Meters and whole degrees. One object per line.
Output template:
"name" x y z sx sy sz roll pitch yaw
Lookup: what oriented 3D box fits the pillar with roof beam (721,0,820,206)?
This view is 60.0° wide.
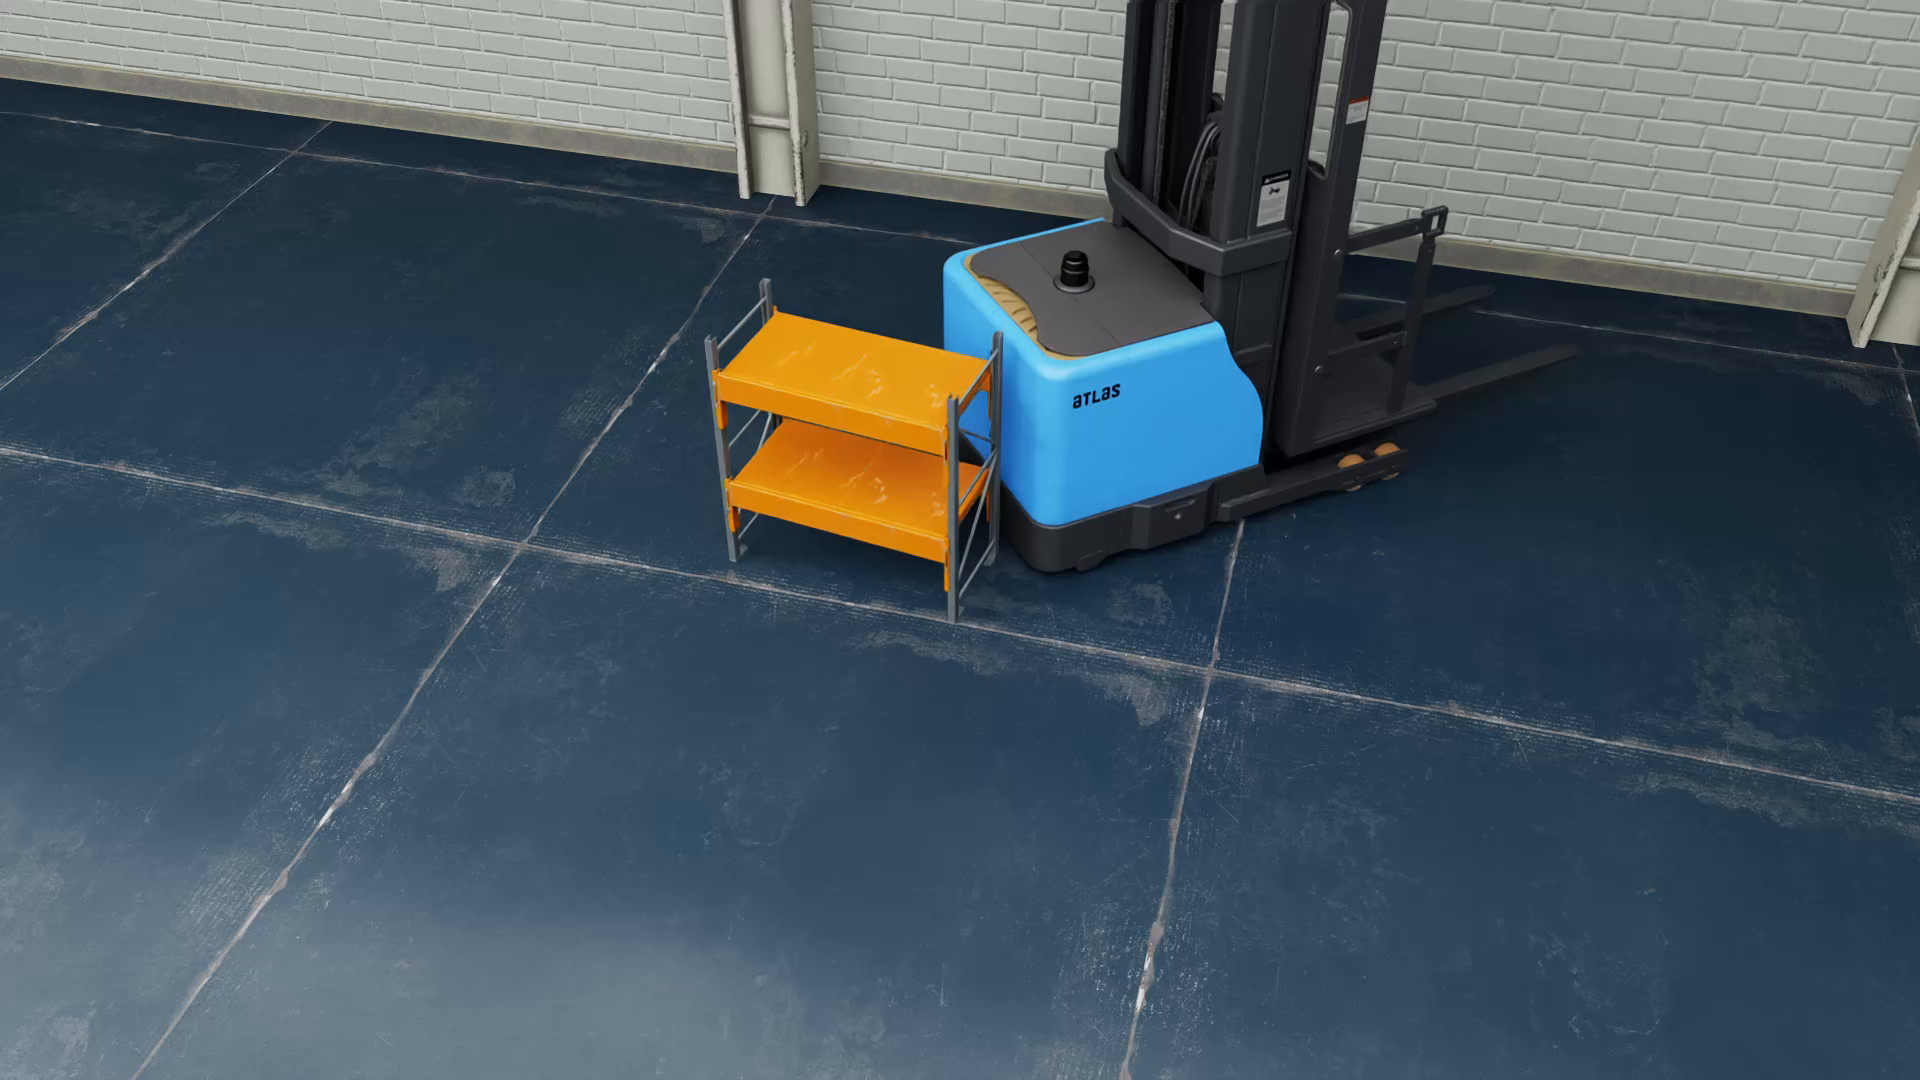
"pillar with roof beam" -2.154 -2.812 3.601 0.400 9.000 9.100 10 41 11

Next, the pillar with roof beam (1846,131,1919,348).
"pillar with roof beam" 3.642 -1.814 2.413 0.400 9.000 9.100 10 41 11

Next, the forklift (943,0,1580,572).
"forklift" 1.473 -1.633 6.915 3.031 2.935 1.130 -17 43 -19

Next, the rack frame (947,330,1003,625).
"rack frame" 0.060 -0.235 6.655 0.032 1.125 0.500 15 42 17

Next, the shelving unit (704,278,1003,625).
"shelving unit" -0.409 -0.360 6.804 1.048 1.125 0.538 15 42 17

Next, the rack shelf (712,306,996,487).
"rack shelf" -0.409 -0.584 6.616 1.000 0.278 0.538 15 42 17

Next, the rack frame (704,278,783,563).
"rack frame" -0.879 -0.485 6.953 0.032 1.125 0.500 15 42 17

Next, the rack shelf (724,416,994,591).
"rack shelf" -0.409 -0.173 6.961 1.000 0.278 0.538 15 42 17
